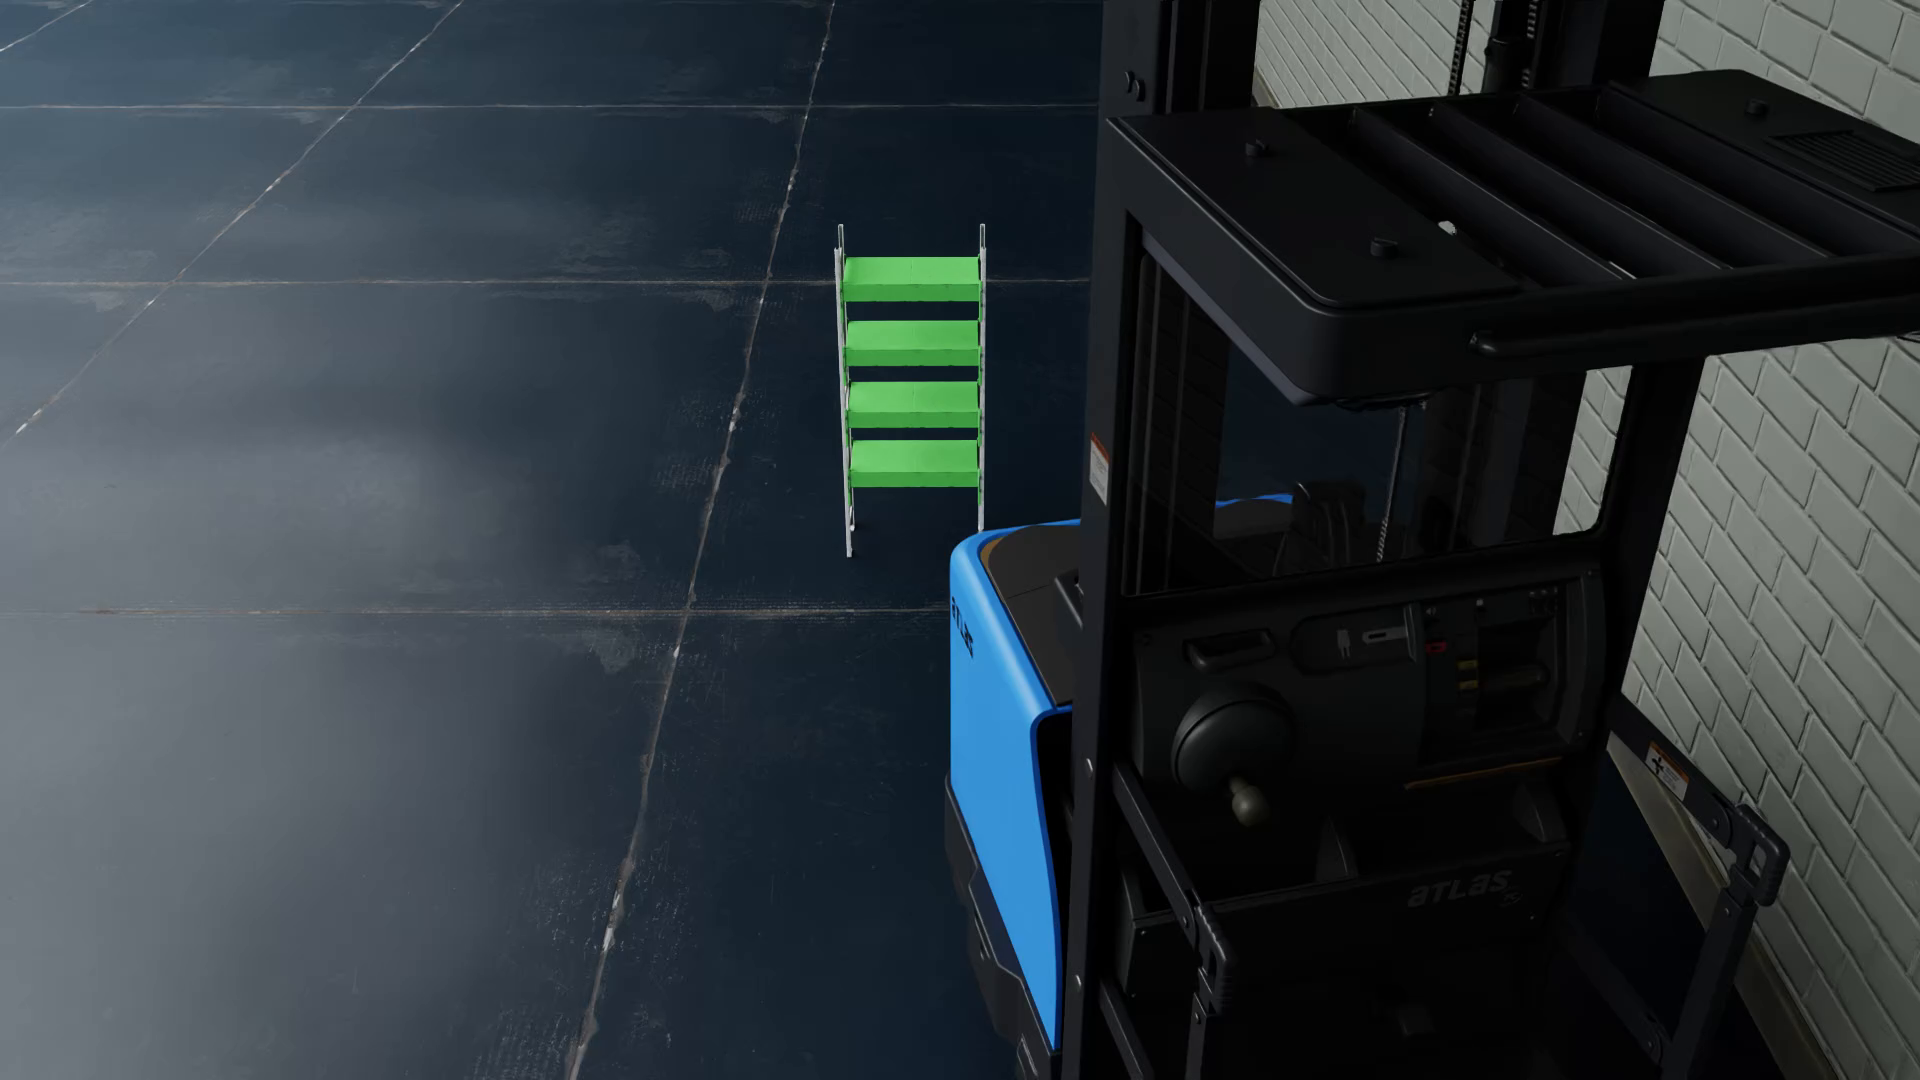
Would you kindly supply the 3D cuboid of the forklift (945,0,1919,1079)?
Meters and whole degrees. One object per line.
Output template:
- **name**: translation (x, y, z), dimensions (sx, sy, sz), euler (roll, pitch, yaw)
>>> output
- **forklift**: translation (0.818, 0.328, 2.884), dimensions (1.130, 2.935, 3.031), euler (-8, 32, -12)

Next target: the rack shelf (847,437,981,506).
- **rack shelf**: translation (-0.166, -0.253, 6.096), dimensions (0.480, 0.148, 0.258), euler (0, 31, 0)

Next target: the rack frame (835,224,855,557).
- **rack frame**: translation (-0.410, -0.512, 5.937), dimensions (0.015, 1.200, 0.240), euler (0, 31, 0)

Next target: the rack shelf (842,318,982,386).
- **rack shelf**: translation (-0.166, -0.663, 5.847), dimensions (0.480, 0.148, 0.258), euler (0, 31, 0)

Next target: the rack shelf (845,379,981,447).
- **rack shelf**: translation (-0.166, -0.458, 5.971), dimensions (0.480, 0.148, 0.258), euler (0, 31, 0)

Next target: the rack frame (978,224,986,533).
- **rack frame**: translation (0.078, -0.513, 5.939), dimensions (0.015, 1.200, 0.240), euler (0, 31, 0)

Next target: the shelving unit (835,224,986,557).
- **shelving unit**: translation (-0.166, -0.512, 5.938), dimensions (0.503, 1.200, 0.258), euler (0, 31, 0)

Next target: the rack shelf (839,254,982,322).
- **rack shelf**: translation (-0.166, -0.868, 5.722), dimensions (0.480, 0.148, 0.258), euler (0, 31, 0)
